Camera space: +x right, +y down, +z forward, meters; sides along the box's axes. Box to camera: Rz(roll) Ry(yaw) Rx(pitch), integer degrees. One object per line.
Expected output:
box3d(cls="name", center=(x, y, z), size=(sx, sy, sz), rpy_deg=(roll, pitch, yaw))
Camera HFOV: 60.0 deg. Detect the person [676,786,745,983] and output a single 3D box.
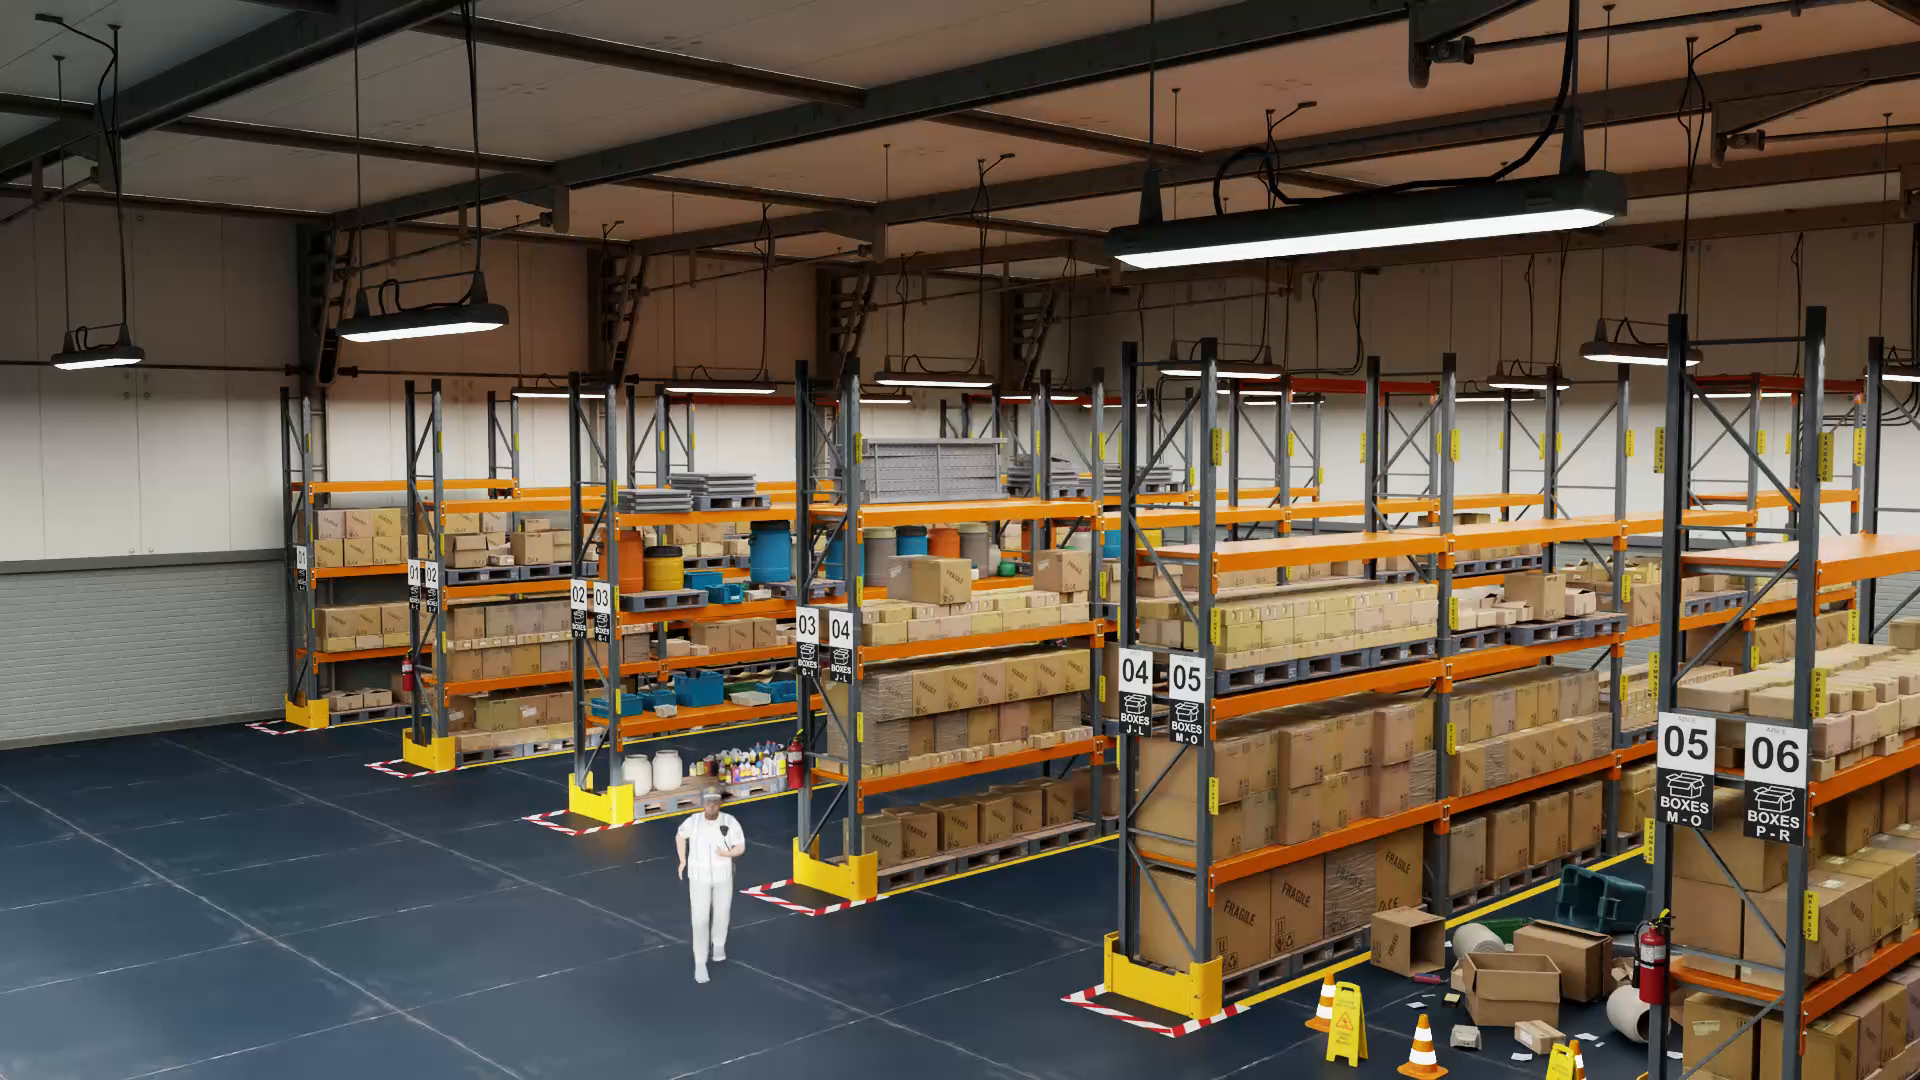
box3d(cls="person", center=(-2.380, 3.268, 15.931), size=(0.636, 1.855, 0.779), rpy_deg=(-1, 4, -13))
